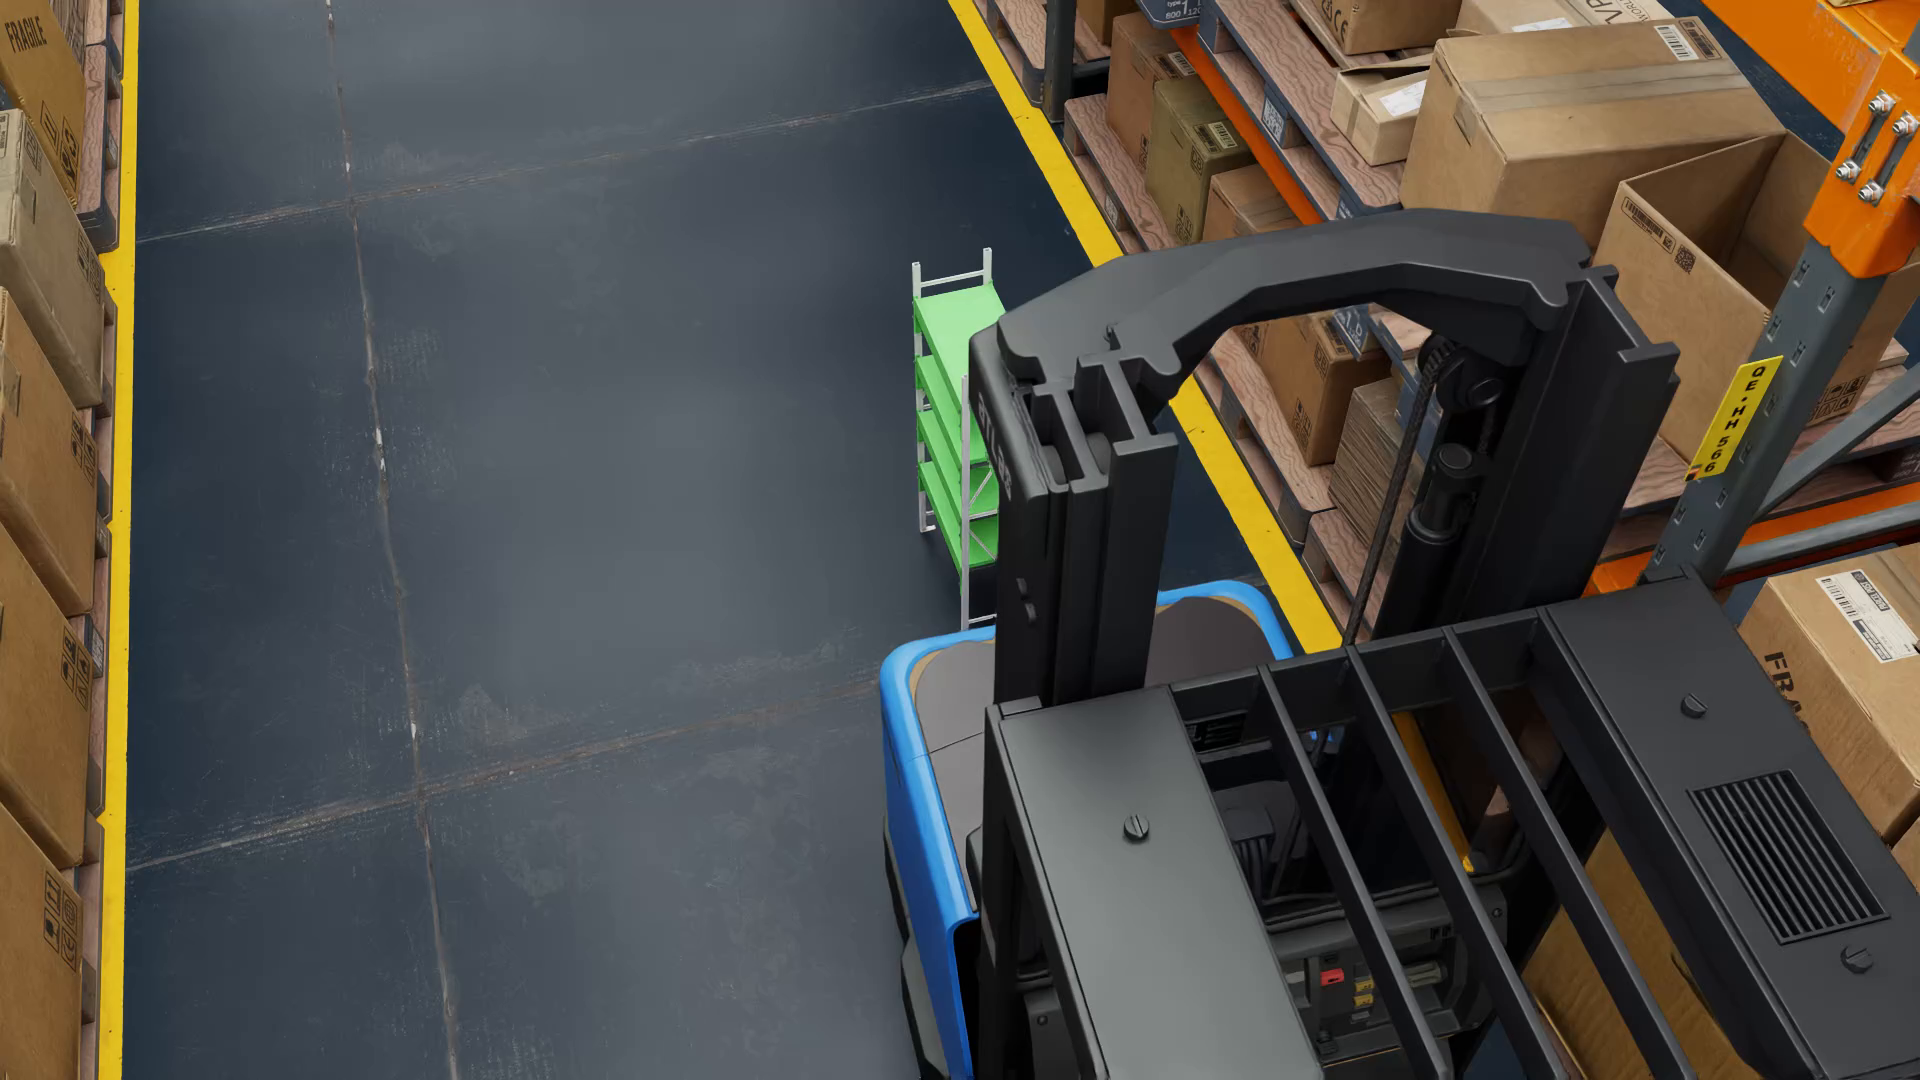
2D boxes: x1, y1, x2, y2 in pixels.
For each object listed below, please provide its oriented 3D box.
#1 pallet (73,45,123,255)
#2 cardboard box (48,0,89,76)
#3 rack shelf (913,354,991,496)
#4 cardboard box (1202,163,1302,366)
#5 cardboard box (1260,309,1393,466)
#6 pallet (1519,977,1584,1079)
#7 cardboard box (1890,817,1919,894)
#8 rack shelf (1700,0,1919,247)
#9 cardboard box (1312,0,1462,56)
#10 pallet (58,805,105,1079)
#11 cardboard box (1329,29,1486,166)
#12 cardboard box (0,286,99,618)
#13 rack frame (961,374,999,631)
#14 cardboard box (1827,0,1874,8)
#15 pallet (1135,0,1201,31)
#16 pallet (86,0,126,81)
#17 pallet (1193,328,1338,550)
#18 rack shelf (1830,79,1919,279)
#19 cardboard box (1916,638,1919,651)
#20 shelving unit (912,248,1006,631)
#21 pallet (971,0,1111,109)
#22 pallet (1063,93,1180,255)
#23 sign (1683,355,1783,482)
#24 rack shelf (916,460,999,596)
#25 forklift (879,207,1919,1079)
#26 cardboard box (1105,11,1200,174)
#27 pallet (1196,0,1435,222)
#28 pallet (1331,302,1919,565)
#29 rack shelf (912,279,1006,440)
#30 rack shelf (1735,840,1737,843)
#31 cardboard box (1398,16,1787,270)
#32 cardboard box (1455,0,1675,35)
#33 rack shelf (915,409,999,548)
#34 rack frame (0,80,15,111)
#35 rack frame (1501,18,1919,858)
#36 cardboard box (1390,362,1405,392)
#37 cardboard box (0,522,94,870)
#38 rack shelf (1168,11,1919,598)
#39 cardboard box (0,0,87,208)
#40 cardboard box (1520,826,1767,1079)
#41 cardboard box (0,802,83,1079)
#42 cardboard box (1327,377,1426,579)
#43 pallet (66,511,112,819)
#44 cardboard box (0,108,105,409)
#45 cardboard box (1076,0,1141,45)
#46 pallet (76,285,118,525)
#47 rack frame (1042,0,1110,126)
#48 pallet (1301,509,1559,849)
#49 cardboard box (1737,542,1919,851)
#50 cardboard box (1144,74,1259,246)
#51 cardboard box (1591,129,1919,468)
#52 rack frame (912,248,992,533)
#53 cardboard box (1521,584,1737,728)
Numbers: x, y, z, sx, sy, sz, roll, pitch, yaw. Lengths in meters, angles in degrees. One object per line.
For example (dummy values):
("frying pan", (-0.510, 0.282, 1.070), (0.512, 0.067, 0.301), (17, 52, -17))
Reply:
("pallet", (-4.060, -1.565, 6.932), (1.003, 0.211, 1.213), (-13, 51, -11))
("cardboard box", (-4.299, -2.474, 6.989), (0.875, 0.875, 0.875), (-13, 51, -11))
("rack shelf", (0.049, -0.379, 5.055), (0.258, 0.148, 0.480), (-13, 51, -11))
("cardboard box", (1.308, -1.060, 6.029), (0.700, 0.500, 0.500), (-17, 52, -14))
("cardboard box", (1.473, -0.653, 5.686), (0.700, 0.500, 0.500), (-9, 51, -8))
("pallet", (2.202, 1.474, 4.369), (1.003, 0.211, 1.213), (-13, 51, -11))
("cardboard box", (2.079, 0.743, 3.096), (0.500, 0.500, 0.500), (-15, 51, -12))
("rack shelf", (1.449, -2.213, 4.162), (1.077, 0.370, 4.000), (-13, 51, -11))
("cardboard box", (1.459, -1.862, 5.016), (0.797, 0.503, 0.637), (-9, 50, -7))
("pallet", (-2.888, 1.336, 4.485), (1.003, 0.211, 1.213), (-13, 51, -11))
("cardboard box", (1.290, -1.266, 4.669), (0.396, 0.266, 0.258), (-15, 51, -12))
("cardboard box", (-3.359, -0.163, 5.122), (1.050, 0.750, 0.750), (-13, 51, -11))
("rack frame", (0.121, -0.088, 5.039), (0.240, 1.200, 0.015), (-13, 51, -11))
("cardboard box", (1.666, -1.228, 2.959), (0.500, 0.250, 0.500), (-13, 51, -11))
("pallet", (0.945, -2.286, 5.841), (1.003, 0.211, 1.213), (-13, 51, -11))
("pallet", (-4.425, -2.458, 7.684), (1.003, 0.211, 1.213), (-13, 51, -11))
("pallet", (1.454, -0.579, 6.100), (1.003, 0.211, 1.213), (-13, 51, -11))
("rack shelf", (2.632, 0.709, 1.699), (1.077, 0.370, 4.000), (-13, 51, -11))
("cardboard box", (2.242, 0.165, 2.928), (0.797, 0.503, 0.637), (-12, 51, -10))
("shelving unit", (0.049, -0.266, 5.189), (0.258, 1.200, 0.503), (-13, 51, -11))
("pallet", (0.626, -2.522, 7.738), (1.003, 0.211, 1.213), (-13, 51, -11))
("pallet", (1.090, -1.472, 6.853), (1.003, 0.211, 1.213), (-13, 51, -11))
("sign", (1.525, -0.235, 3.281), (0.100, 0.325, 0.005), (-13, 51, -11))
("rack shelf", (0.049, -0.070, 5.422), (0.258, 0.148, 0.480), (-13, 51, -11))
("forklift", (0.633, 1.020, 2.973), (1.130, 2.935, 3.031), (-11, 51, -9))
("cardboard box", (1.019, -1.822, 6.671), (0.700, 0.500, 0.500), (-17, 52, -14))
("pallet", (1.416, -1.392, 5.087), (1.003, 0.211, 1.213), (-13, 51, -11))
("pallet", (1.728, -0.452, 4.294), (1.213, 0.211, 1.003), (-13, 51, -11))
("rack shelf", (0.049, -0.534, 4.871), (0.258, 0.148, 0.480), (-13, 51, -11))
("rack shelf", (2.632, 1.675, 2.846), (1.077, 0.370, 4.000), (-13, 51, -11))
("cardboard box", (1.582, -0.955, 4.253), (0.700, 0.500, 0.500), (-7, 50, -6))
("cardboard box", (1.765, -1.380, 4.775), (0.500, 0.250, 0.500), (-15, 51, -12))
("rack shelf", (0.049, -0.225, 5.238), (0.258, 0.148, 0.480), (-13, 51, -11))
("rack frame", (-3.910, -1.891, 5.382), (1.000, 3.000, 0.127), (-13, 51, -11))
("rack frame", (2.041, -0.017, 3.803), (1.000, 3.000, 0.127), (-13, 51, -11))
("cardboard box", (1.647, -0.463, 5.035), (0.500, 0.250, 0.500), (-8, 50, -7))
("cardboard box", (-3.083, 0.517, 4.549), (1.050, 0.750, 0.750), (-13, 51, -10))
("rack shelf", (1.449, -1.246, 5.309), (1.077, 0.370, 4.000), (-13, 51, -11))
("cardboard box", (-4.029, -1.817, 6.435), (0.875, 0.875, 0.875), (-13, 51, -10))
("cardboard box", (2.225, 1.041, 4.026), (1.225, 0.875, 0.875), (-15, 52, -13))
("cardboard box", (-2.821, 1.155, 4.011), (1.050, 0.750, 0.750), (-14, 51, -11))
("cardboard box", (1.647, -0.240, 5.338), (0.700, 0.500, 0.500), (-17, 52, -14))
("pallet", (-3.245, 0.447, 5.235), (1.003, 0.211, 1.213), (-13, 51, -11))
("cardboard box", (-3.641, -0.868, 5.717), (1.050, 0.750, 0.750), (-14, 51, -11))
("cardboard box", (0.778, -2.570, 7.315), (0.500, 0.500, 0.500), (-15, 51, -12))
("pallet", (-3.610, -0.446, 5.988), (1.003, 0.211, 1.213), (-13, 51, -11))
("rack frame", (0.858, -2.939, 6.266), (1.000, 3.000, 0.127), (-13, 51, -11))
("pallet", (1.811, 0.310, 5.350), (1.003, 0.211, 1.213), (-13, 51, -11))
("cardboard box", (1.925, 0.367, 3.413), (0.500, 0.500, 0.500), (-12, 51, -10))
("cardboard box", (1.142, -1.469, 6.374), (0.700, 0.500, 0.500), (-14, 51, -11))
("cardboard box", (1.843, -0.570, 3.929), (0.500, 0.500, 0.500), (-19, 52, -15))
("rack frame", (-0.023, -0.444, 5.340), (0.240, 1.200, 0.015), (-13, 51, -11))
("cardboard box", (1.824, 0.162, 4.999), (0.700, 0.500, 0.500), (-16, 52, -13))
